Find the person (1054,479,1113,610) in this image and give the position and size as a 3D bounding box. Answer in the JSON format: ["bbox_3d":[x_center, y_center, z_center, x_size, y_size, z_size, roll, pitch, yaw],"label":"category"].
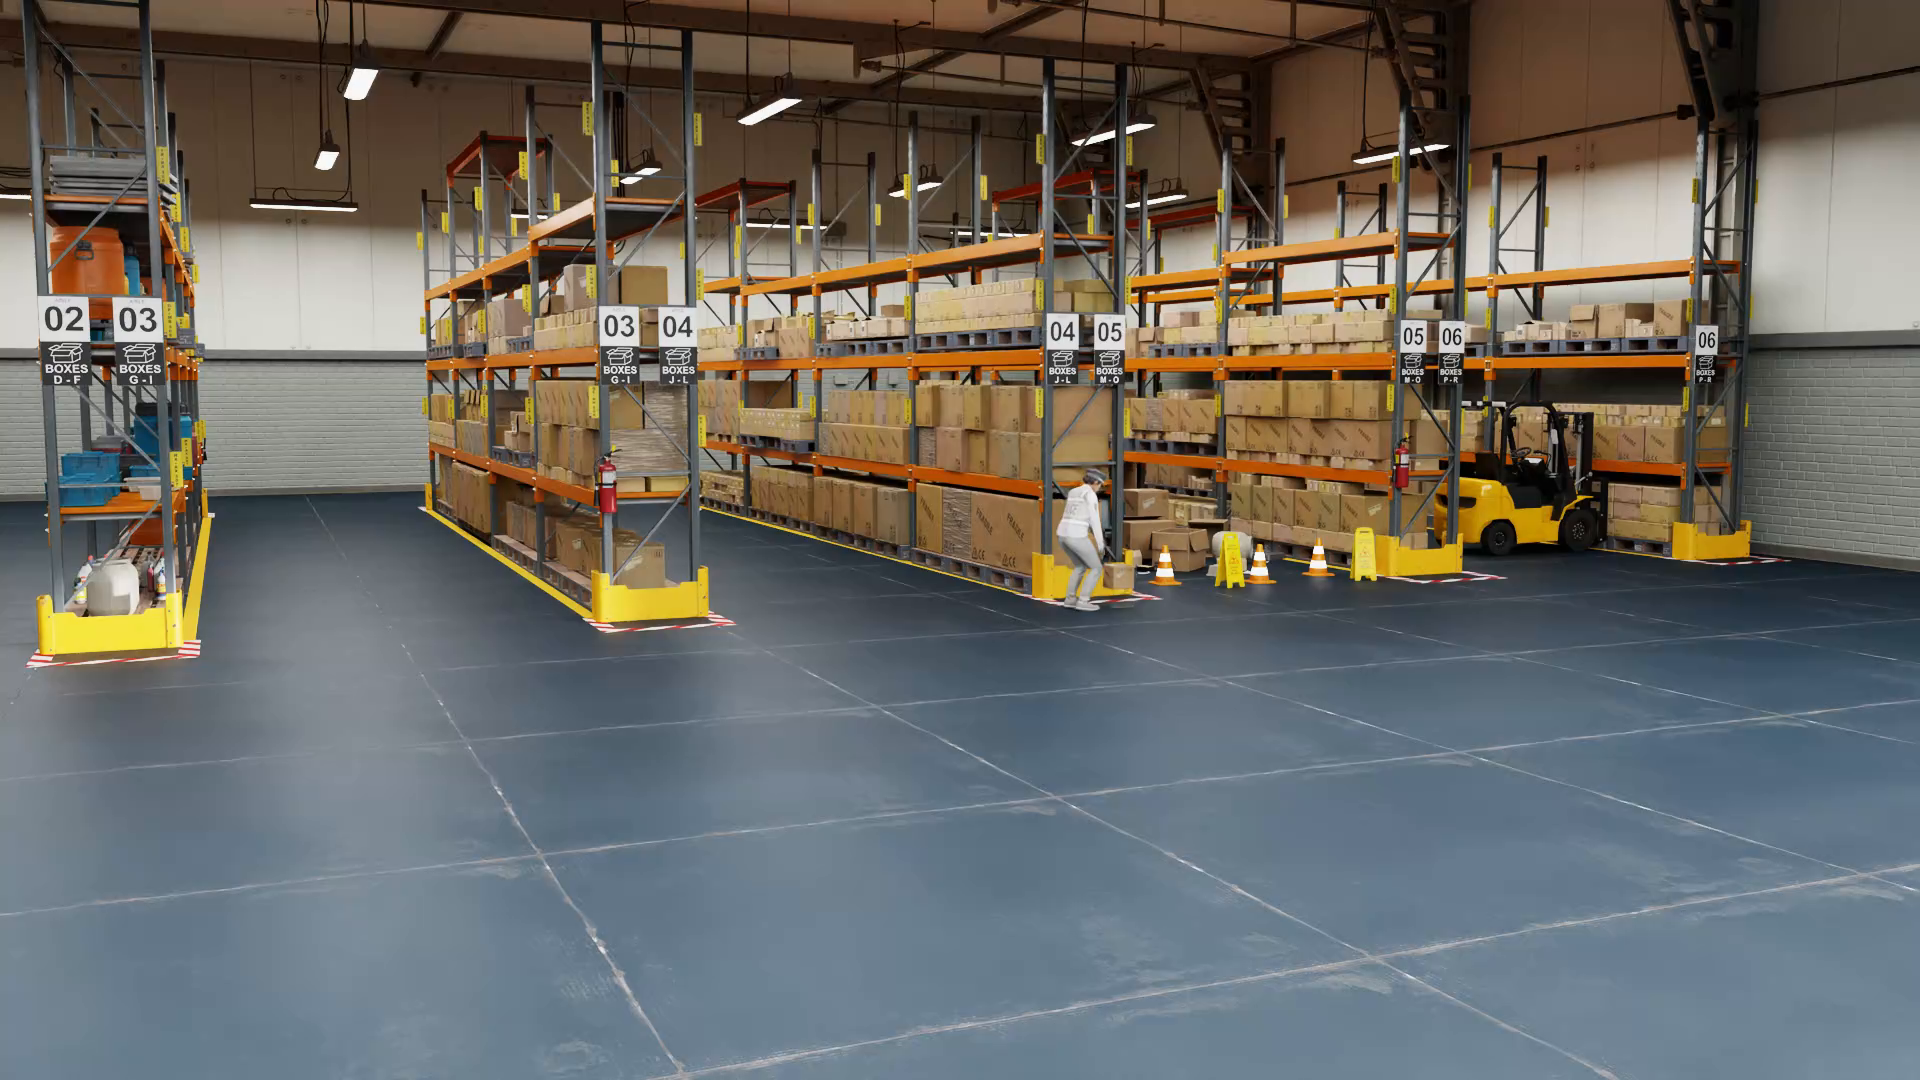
[{"bbox_3d":[1.336,0.046,17.931,0.691,1.404,0.535,-3,6,-27],"label":"person"}]
